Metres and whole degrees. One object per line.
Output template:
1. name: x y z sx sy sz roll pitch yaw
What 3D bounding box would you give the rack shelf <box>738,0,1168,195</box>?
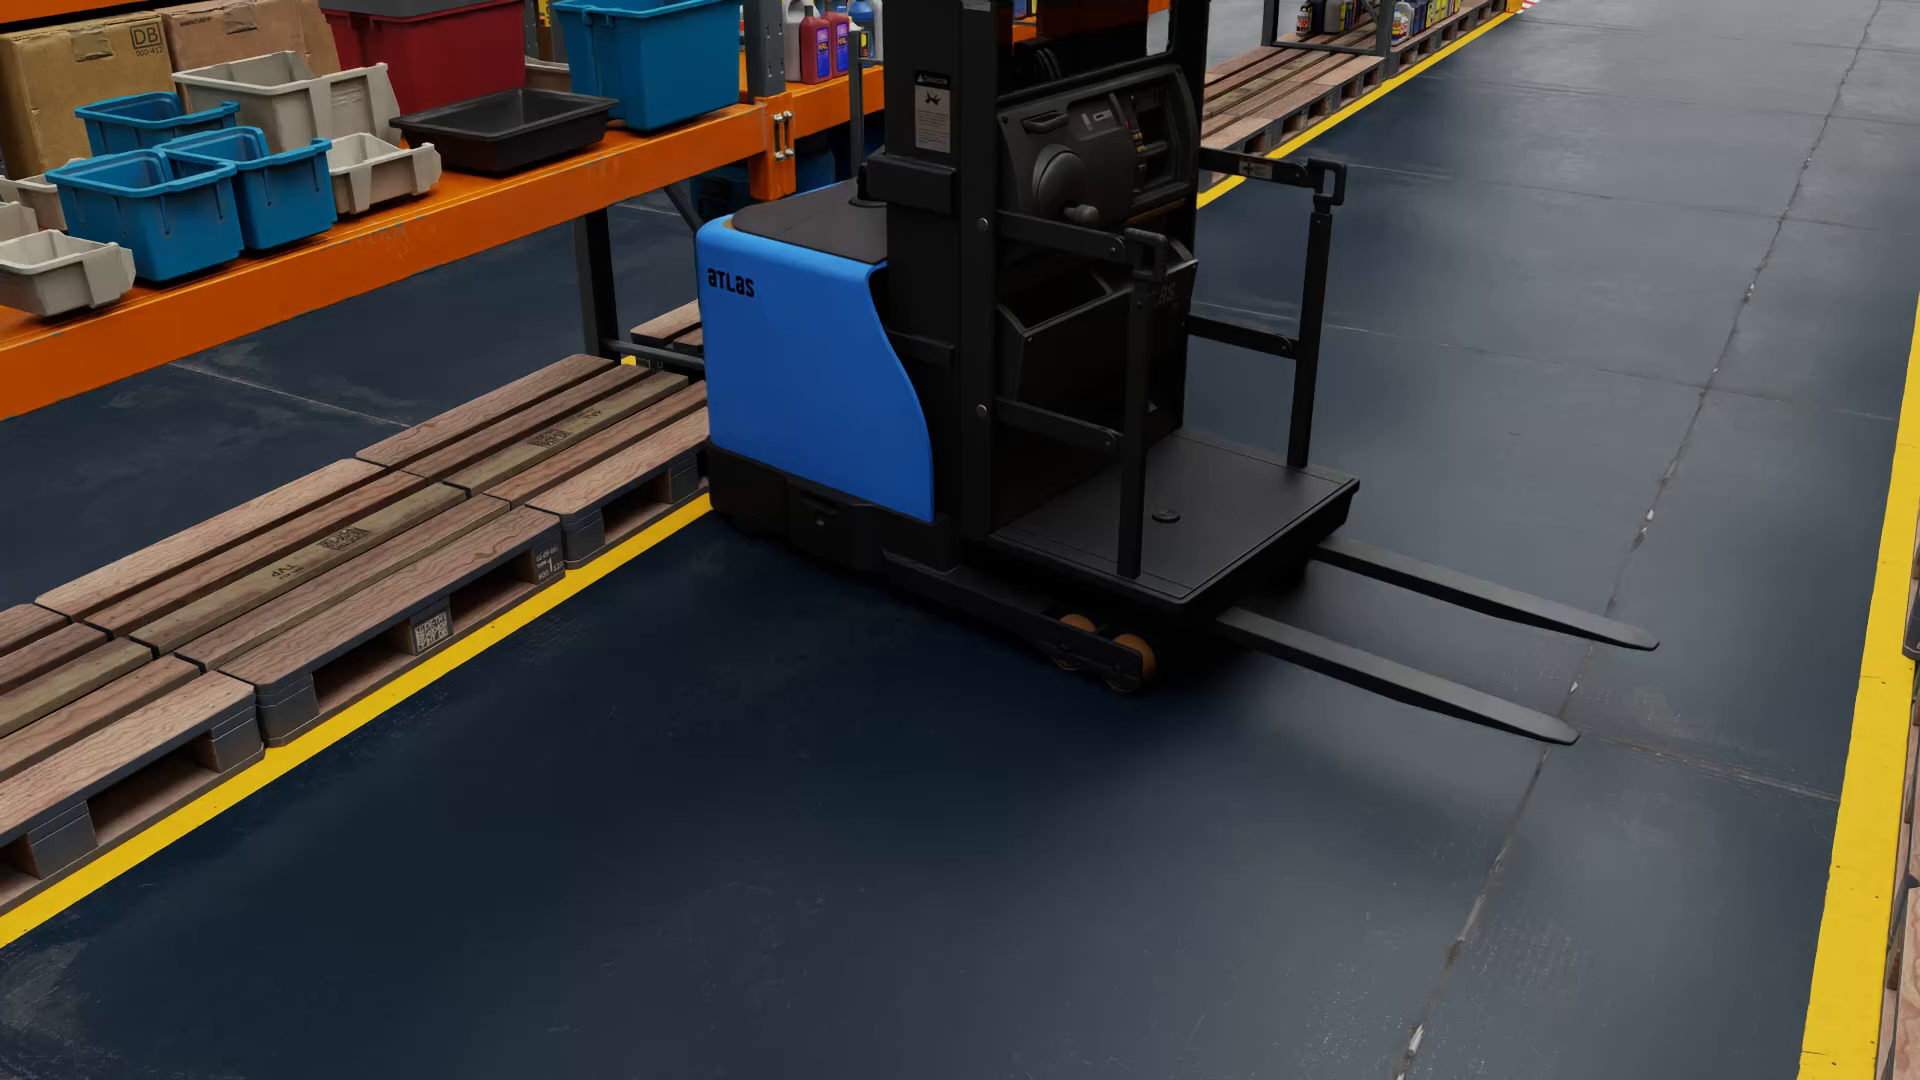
1. rack shelf: -0.111 -2.333 7.863 1.077 0.370 4.000 14 30 26

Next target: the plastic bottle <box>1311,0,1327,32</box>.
1. plastic bottle: 2.906 -4.319 13.496 0.144 0.351 0.185 13 30 25

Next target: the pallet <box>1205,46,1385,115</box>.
1. pallet: 2.488 -3.431 12.369 1.003 0.211 1.213 14 30 26

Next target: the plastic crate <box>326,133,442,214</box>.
1. plastic crate: -1.690 -1.039 4.702 0.293 0.136 0.466 14 30 26

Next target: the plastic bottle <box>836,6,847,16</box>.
1. plastic bottle: -0.474 -2.046 6.707 0.097 0.201 0.097 0 27 0

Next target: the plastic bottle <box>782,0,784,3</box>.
1. plastic bottle: -0.803 -2.252 6.952 0.144 0.351 0.185 14 30 26

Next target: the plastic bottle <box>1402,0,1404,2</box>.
1. plastic bottle: 3.565 -4.276 13.497 0.097 0.271 0.097 0 27 0

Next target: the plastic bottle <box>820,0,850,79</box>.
1. plastic bottle: -0.478 -1.924 6.373 0.061 0.283 0.133 14 30 26

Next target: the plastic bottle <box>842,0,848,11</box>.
1. plastic bottle: -0.575 -2.526 7.584 0.152 0.276 0.135 14 30 26

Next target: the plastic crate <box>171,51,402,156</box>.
1. plastic crate: -2.007 -1.294 5.050 0.437 0.282 0.530 14 30 26

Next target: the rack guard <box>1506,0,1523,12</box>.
1. rack guard: 4.811 -5.394 15.967 1.175 0.500 0.348 14 30 26

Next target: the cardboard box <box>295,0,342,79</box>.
1. cardboard box: -4.243 -3.152 10.601 1.225 0.875 0.875 14 30 26

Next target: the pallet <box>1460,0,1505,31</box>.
1. pallet: 4.407 -4.949 15.401 1.003 0.211 1.213 14 30 26

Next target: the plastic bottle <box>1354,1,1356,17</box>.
1. plastic bottle: 3.261 -4.477 13.887 0.061 0.283 0.133 14 30 26

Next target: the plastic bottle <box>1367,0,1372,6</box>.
1. plastic bottle: 3.594 -4.819 14.660 0.097 0.201 0.097 0 27 0

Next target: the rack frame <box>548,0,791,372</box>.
1. rack frame: -1.095 -1.875 6.145 1.000 3.000 0.127 14 30 26

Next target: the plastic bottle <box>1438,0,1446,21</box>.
1. plastic bottle: 3.992 -4.540 13.936 0.144 0.351 0.185 16 31 28

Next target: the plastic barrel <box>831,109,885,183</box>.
1. plastic barrel: -0.465 -1.609 7.488 0.600 0.901 0.708 14 30 26

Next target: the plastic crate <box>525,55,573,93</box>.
1. plastic crate: -1.449 -1.634 5.891 0.396 0.136 0.243 14 30 26

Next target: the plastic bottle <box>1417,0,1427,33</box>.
1. plastic bottle: 3.691 -4.302 13.460 0.144 0.351 0.185 13 29 24

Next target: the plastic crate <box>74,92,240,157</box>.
1. plastic crate: -2.276 -1.125 4.766 0.416 0.233 0.300 14 30 26

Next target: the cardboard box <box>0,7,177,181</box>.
1. cardboard box: -5.110 -2.457 9.212 1.225 0.875 0.875 14 30 26

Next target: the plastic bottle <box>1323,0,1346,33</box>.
1. plastic bottle: 3.032 -4.288 13.432 0.144 0.351 0.185 14 30 26

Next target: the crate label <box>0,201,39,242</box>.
1. crate label: -2.549 -0.806 4.238 0.396 0.136 0.243 14 30 26

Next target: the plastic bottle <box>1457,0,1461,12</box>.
1. plastic bottle: 4.286 -4.685 14.392 0.097 0.201 0.097 0 27 0

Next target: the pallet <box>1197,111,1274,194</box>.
1. pallet: 1.287 -2.480 10.469 1.003 0.211 1.213 14 30 26

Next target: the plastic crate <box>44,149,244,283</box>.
1. plastic crate: -2.007 -0.805 4.127 0.416 0.233 0.300 14 30 26

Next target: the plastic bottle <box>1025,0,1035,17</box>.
1. plastic bottle: 0.326 -2.561 7.645 0.061 0.283 0.133 14 30 26

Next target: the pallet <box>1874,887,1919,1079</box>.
1. pallet: 2.277 1.209 3.099 1.003 0.211 1.213 14 30 26

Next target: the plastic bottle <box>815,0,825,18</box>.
1. plastic bottle: -0.637 -2.361 7.259 0.097 0.271 0.097 0 27 0

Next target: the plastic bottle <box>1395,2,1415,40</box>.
1. plastic bottle: 3.514 -4.131 13.203 0.152 0.276 0.135 15 30 28

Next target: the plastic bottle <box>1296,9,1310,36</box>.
1. plastic bottle: 2.747 -4.148 13.321 0.097 0.201 0.097 0 27 0

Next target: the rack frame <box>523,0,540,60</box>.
1. rack frame: -3.440 -4.525 11.438 1.000 3.000 0.127 14 30 26

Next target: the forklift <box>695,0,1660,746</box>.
1. forklift: 0.584 -1.134 4.742 3.031 2.935 1.130 20 33 34

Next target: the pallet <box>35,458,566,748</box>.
1. pallet: -2.022 0.144 5.226 1.003 0.211 1.213 14 30 26

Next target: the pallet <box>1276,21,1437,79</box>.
1. pallet: 3.207 -3.998 13.502 1.003 0.211 1.213 14 30 26

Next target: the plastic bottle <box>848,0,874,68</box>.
1. plastic bottle: -0.389 -2.005 6.549 0.097 0.271 0.097 0 27 0

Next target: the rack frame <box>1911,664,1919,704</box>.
1. rack frame: 3.215 -0.783 3.963 1.000 3.000 0.127 14 30 26

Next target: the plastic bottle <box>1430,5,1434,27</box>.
1. plastic bottle: 3.851 -4.340 13.704 0.097 0.201 0.097 0 27 0

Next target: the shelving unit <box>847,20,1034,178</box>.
1. shelving unit: 0.056 -1.366 6.803 0.538 1.500 1.048 14 30 26

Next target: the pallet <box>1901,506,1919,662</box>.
1. pallet: 3.583 0.139 5.237 1.003 0.211 1.213 14 30 26

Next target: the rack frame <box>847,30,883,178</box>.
1. rack frame: -0.193 -1.168 6.407 0.500 1.500 0.032 14 30 26

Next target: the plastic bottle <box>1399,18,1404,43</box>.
1. plastic bottle: 3.429 -4.005 13.035 0.097 0.201 0.097 0 27 0

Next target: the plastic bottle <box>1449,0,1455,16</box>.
1. plastic bottle: 4.138 -4.626 14.192 0.152 0.276 0.135 14 30 26
